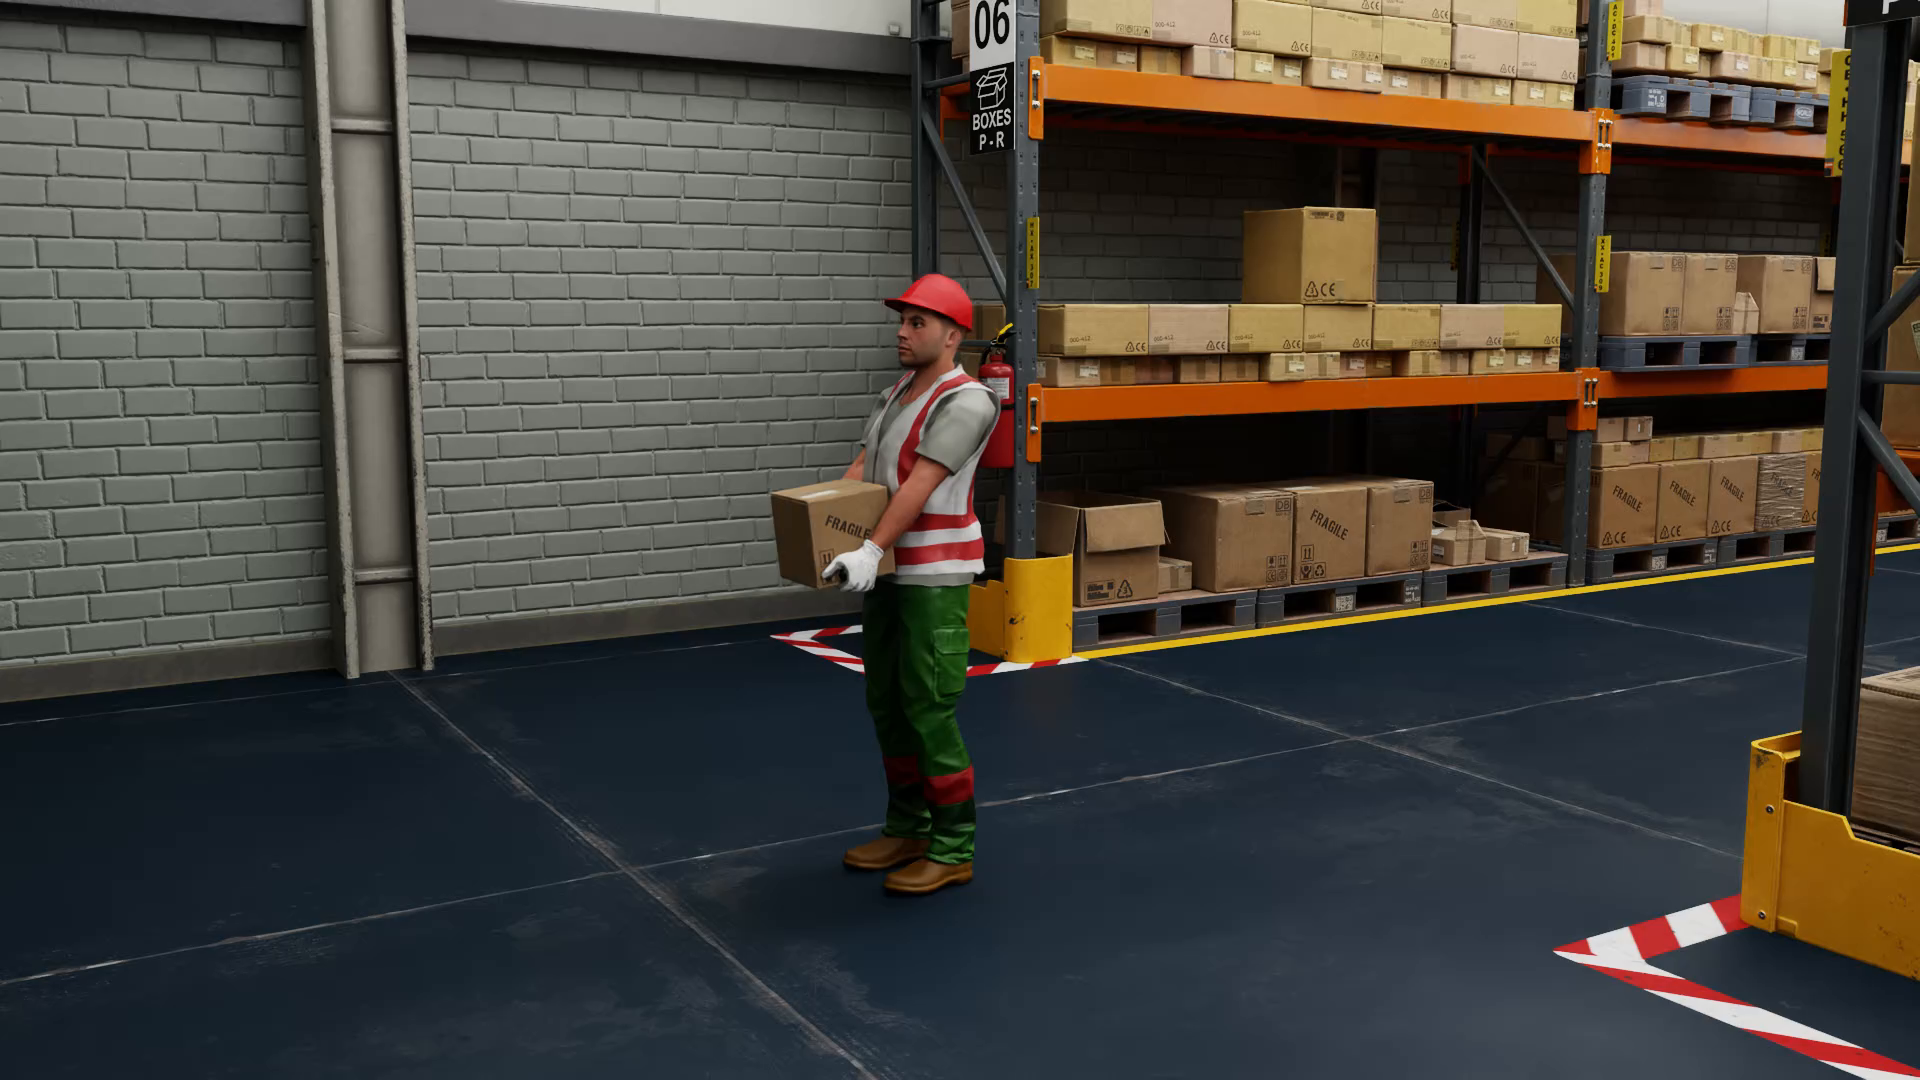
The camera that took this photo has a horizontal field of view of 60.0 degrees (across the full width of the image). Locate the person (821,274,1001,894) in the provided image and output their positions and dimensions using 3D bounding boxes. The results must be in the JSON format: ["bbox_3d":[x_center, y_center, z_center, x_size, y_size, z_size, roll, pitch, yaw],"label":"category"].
[{"bbox_3d":[-0.203,0.128,4.835,0.555,1.784,0.494,-5,9,-30],"label":"person"}]
